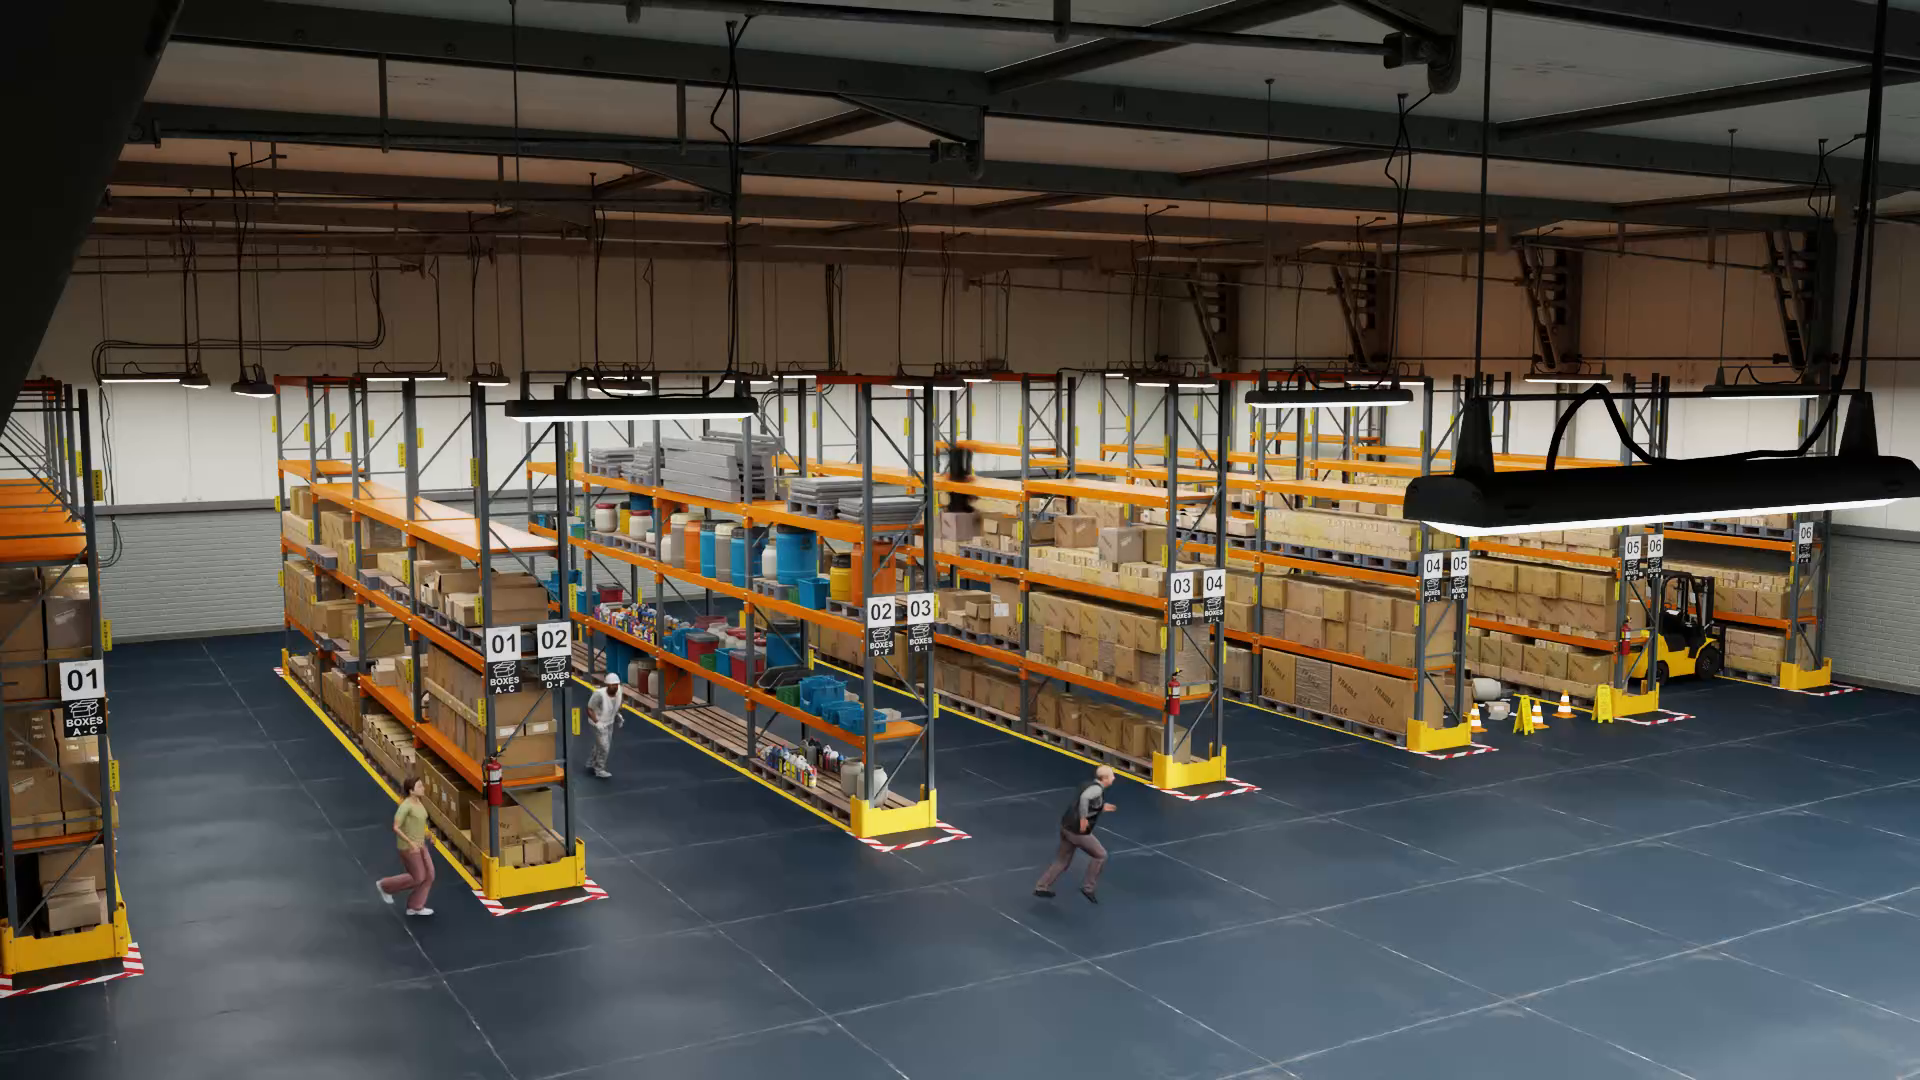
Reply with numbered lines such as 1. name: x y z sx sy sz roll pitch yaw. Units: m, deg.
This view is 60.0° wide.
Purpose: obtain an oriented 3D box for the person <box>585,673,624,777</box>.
1. person: -5.409 2.775 25.139 0.910 1.637 0.707 3 7 26

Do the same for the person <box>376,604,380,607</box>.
1. person: -12.211 1.700 34.857 0.861 1.609 0.522 5 8 36

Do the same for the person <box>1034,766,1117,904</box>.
1. person: 1.358 3.451 19.272 0.988 1.660 0.700 -1 6 -11

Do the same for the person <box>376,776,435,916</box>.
1. person: -6.308 3.470 18.893 0.612 1.613 0.569 1 6 8
